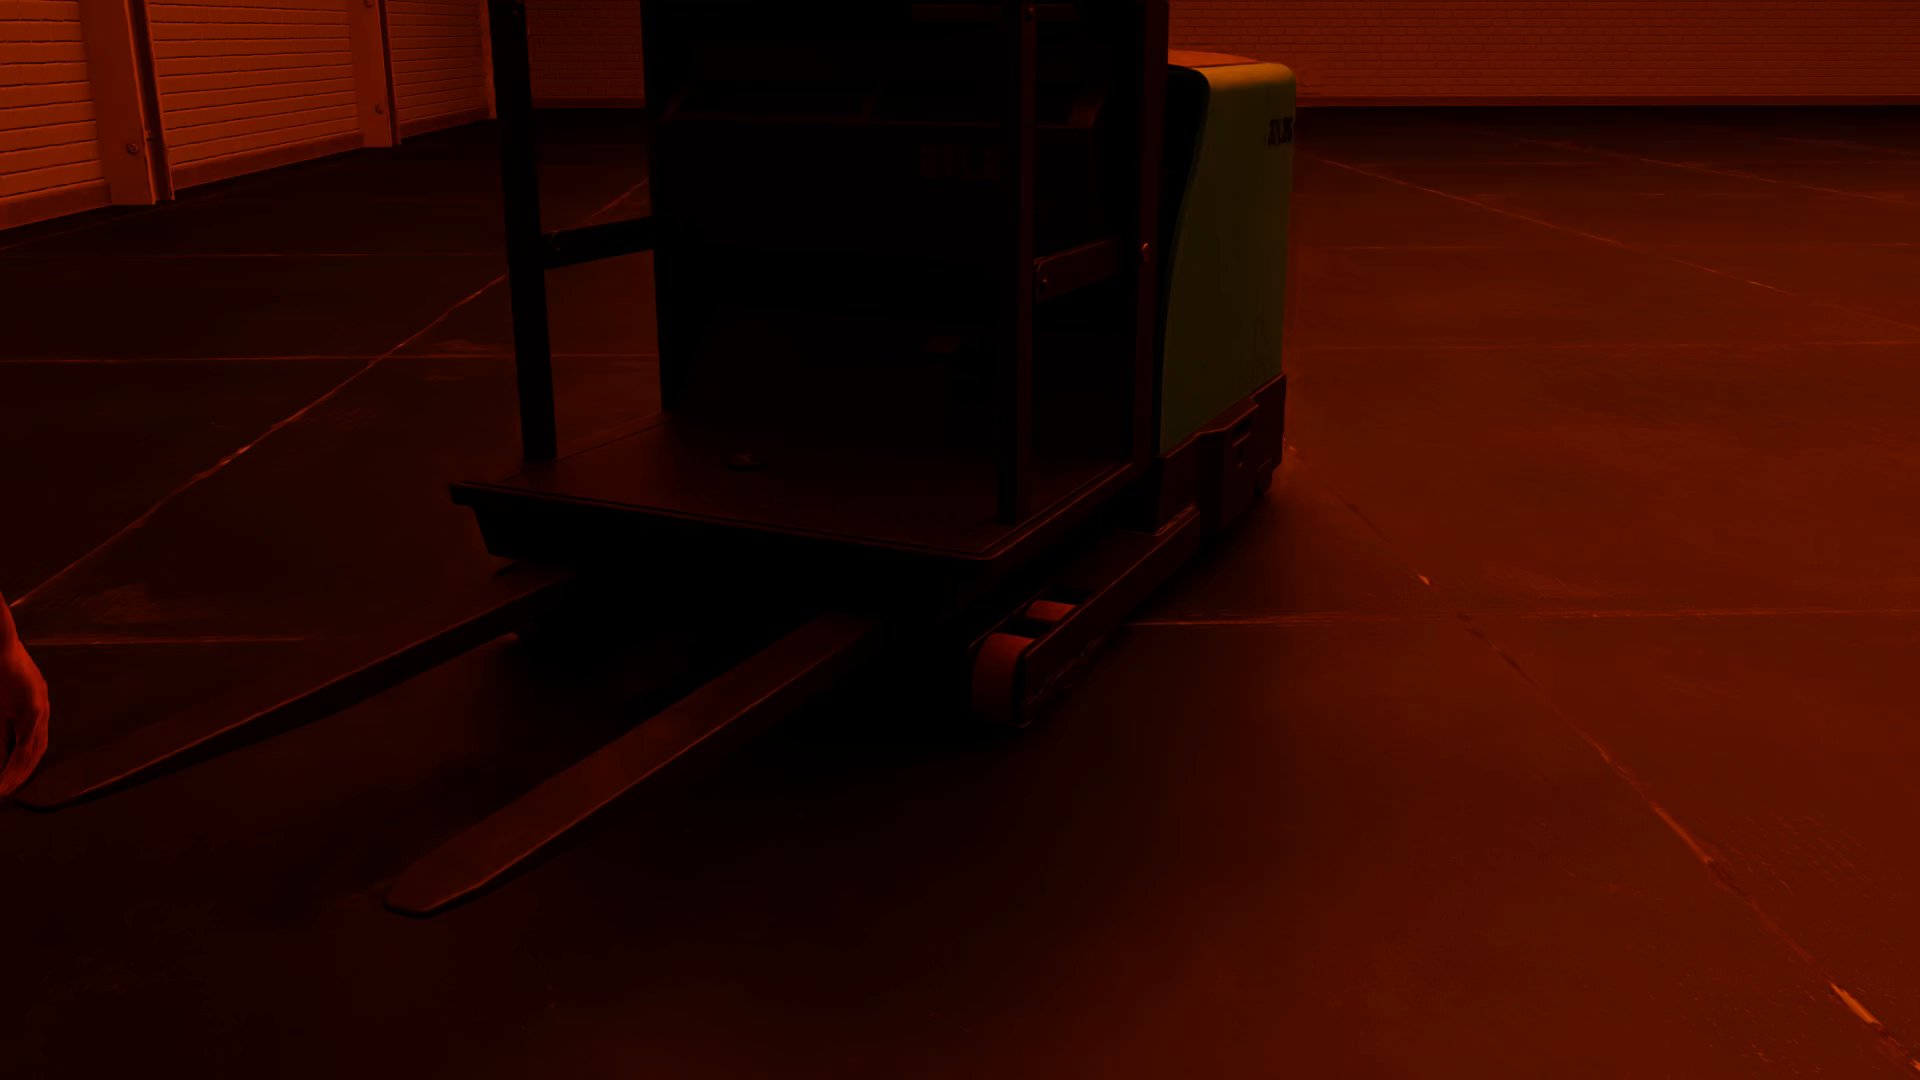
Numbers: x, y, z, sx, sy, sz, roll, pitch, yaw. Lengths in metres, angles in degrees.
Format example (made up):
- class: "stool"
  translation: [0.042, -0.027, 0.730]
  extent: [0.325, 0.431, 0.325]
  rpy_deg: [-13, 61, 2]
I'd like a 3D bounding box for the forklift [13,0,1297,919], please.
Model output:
- class: "forklift"
  translation: [-0.246, -1.221, 2.898]
  extent: [1.130, 2.935, 3.031]
  rpy_deg: [8, 19, 24]
